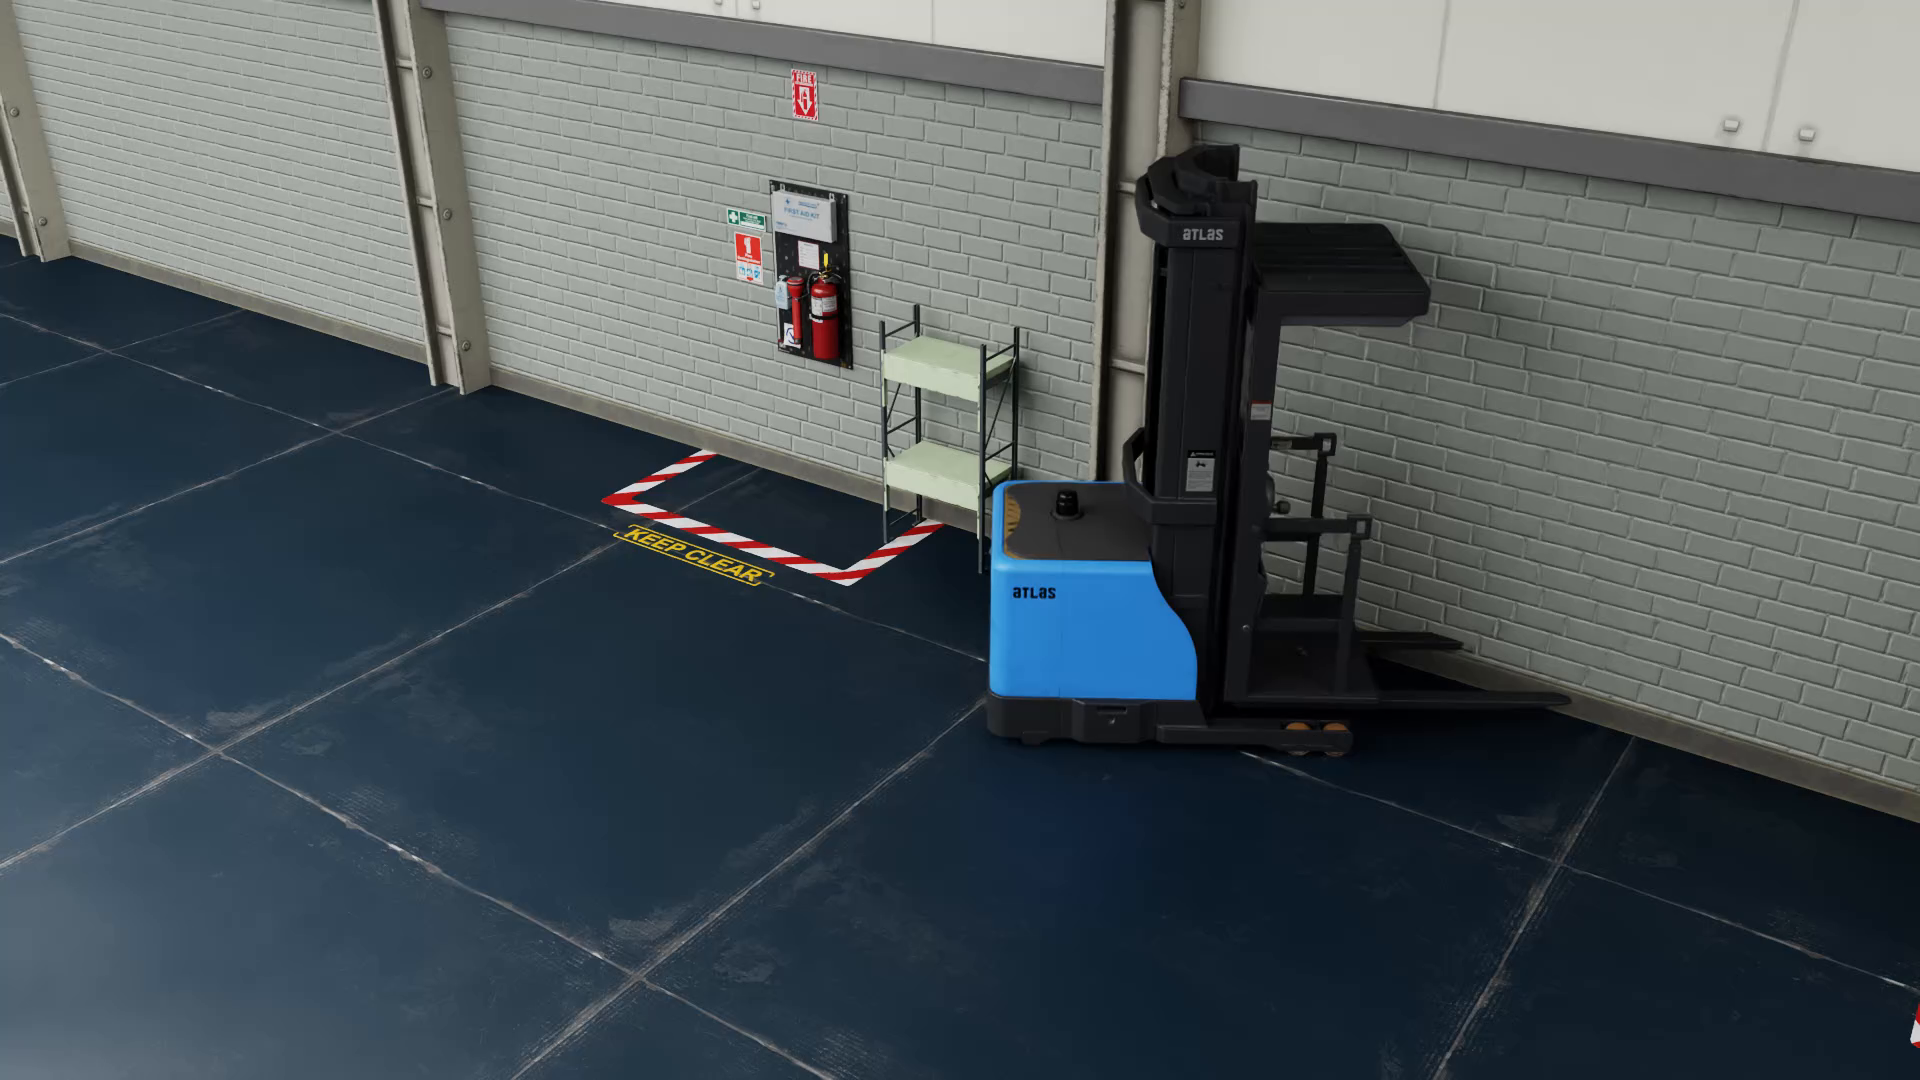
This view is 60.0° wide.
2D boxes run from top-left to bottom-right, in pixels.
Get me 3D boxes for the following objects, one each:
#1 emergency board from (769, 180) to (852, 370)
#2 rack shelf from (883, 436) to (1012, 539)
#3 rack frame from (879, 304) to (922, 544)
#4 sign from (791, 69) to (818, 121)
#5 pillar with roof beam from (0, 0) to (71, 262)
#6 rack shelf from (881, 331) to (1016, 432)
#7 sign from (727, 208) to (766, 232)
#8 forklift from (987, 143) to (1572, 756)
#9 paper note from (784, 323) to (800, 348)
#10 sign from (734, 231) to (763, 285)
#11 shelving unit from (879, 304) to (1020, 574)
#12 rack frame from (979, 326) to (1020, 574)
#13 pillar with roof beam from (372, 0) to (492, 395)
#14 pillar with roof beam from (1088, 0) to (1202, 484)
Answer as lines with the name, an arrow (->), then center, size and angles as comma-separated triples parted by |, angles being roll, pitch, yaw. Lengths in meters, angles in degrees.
emergency board -> -1.013, -1.685, 10.754 | 0.643, 1.169, 0.194 | 17, 32, 30
rack shelf -> -0.066, -0.337, 10.478 | 0.720, 0.370, 0.431 | 17, 32, 30
rack frame -> -0.369, -0.721, 10.512 | 0.023, 1.500, 0.400 | 17, 32, 30
sign -> -0.963, -2.757, 10.305 | 0.199, 0.298, 0.001 | 17, 32, 30
pillar with roof beam -> -11.326, -5.182, 11.010 | 0.400, 9.000, 9.100 | 17, 32, 30
rack shelf -> -0.066, -0.976, 10.153 | 0.720, 0.370, 0.431 | 17, 32, 30
sign -> -1.411, -2.113, 10.971 | 0.331, 0.109, 0.001 | 17, 32, 30
forklift -> 1.667, -0.440, 8.382 | 3.031, 2.935, 1.130 | 1, 27, 2
paper note -> -1.120, -1.364, 11.093 | 0.142, 0.148, 0.016 | 17, 32, 30
sign -> -1.410, -1.881, 11.100 | 0.234, 0.329, 0.001 | 17, 32, 30
shelving unit -> -0.066, -0.628, 10.330 | 0.755, 1.500, 0.431 | 17, 32, 30
rack frame -> 0.237, -0.535, 10.147 | 0.023, 1.500, 0.400 | 17, 32, 30
pillar with roof beam -> -6.380, -3.641, 7.983 | 0.400, 9.000, 9.100 | 17, 32, 30
pillar with roof beam -> -1.435, -2.100, 4.955 | 0.400, 9.000, 9.100 | 17, 32, 30
